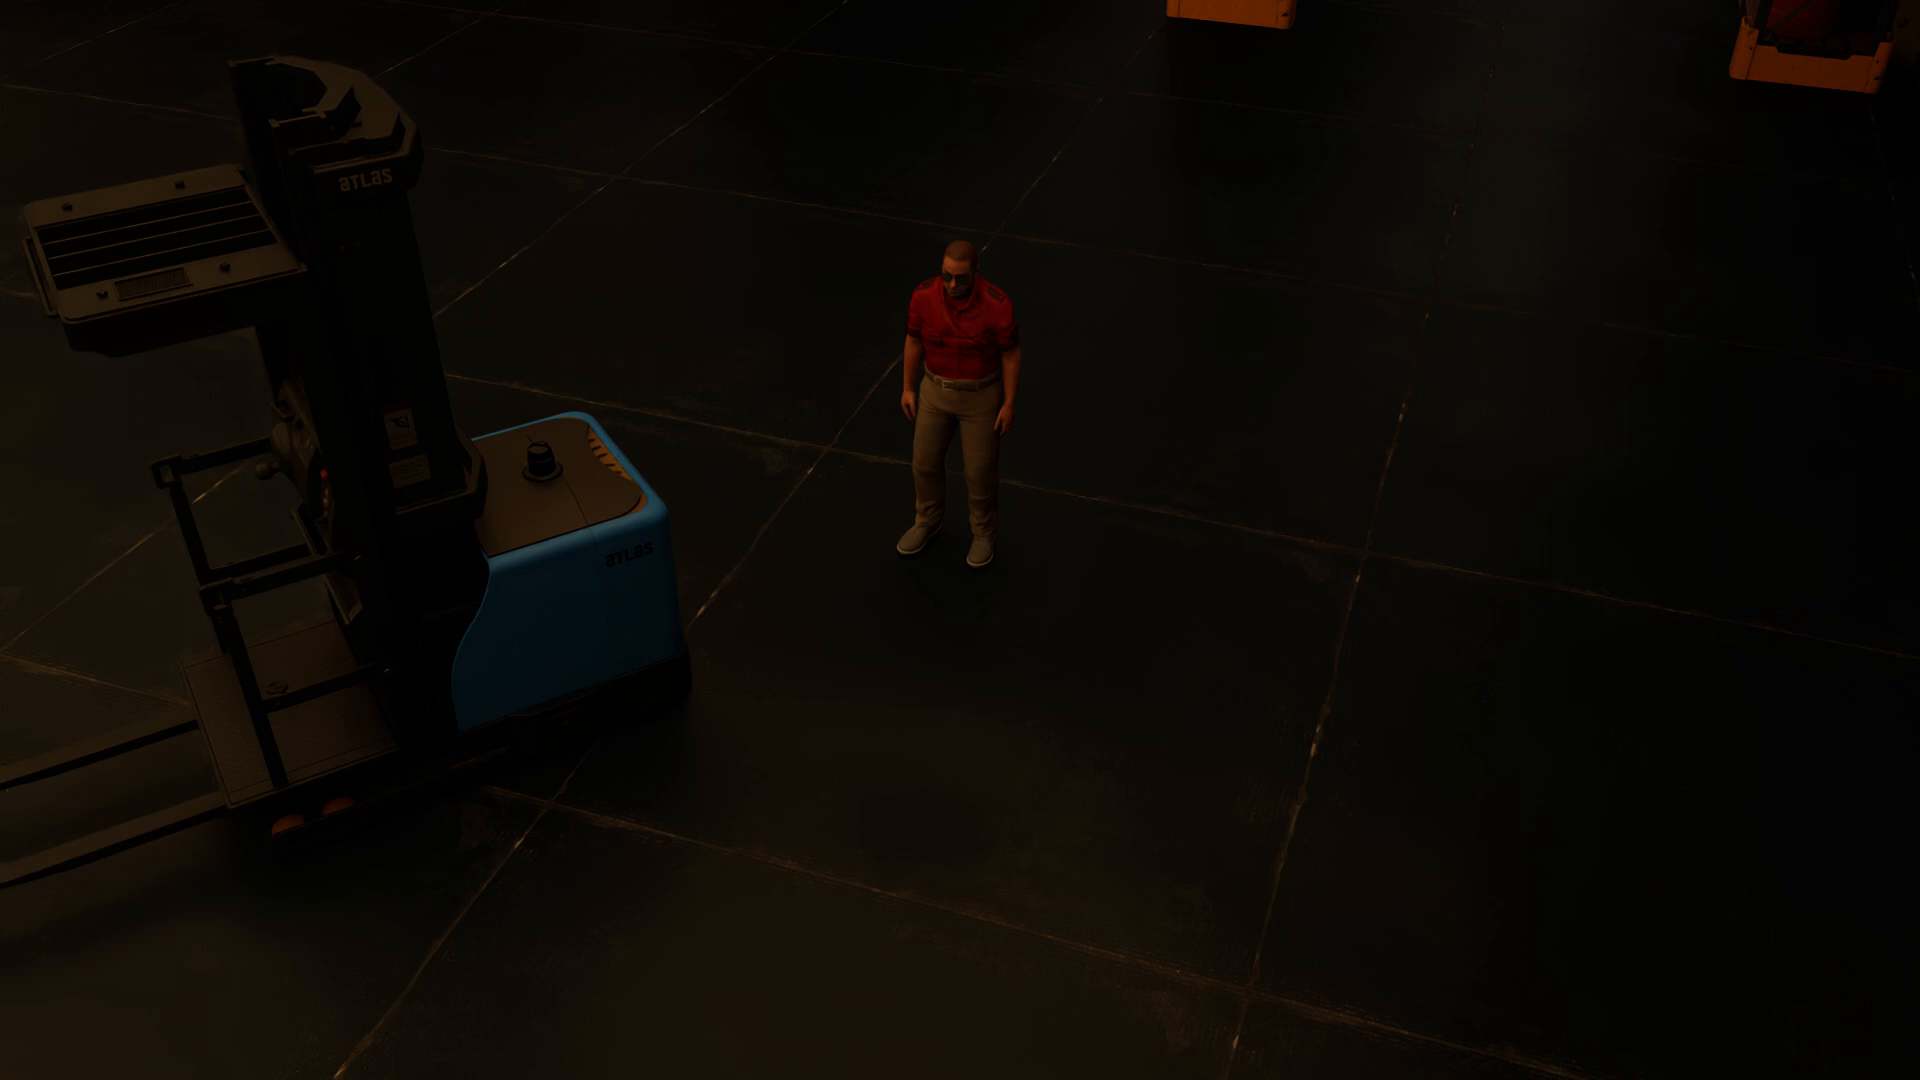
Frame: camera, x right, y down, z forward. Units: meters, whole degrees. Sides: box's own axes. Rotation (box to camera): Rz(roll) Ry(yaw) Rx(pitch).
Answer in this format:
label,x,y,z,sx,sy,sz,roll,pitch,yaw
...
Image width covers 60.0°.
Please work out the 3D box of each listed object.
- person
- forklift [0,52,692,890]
label,x,y,z,sx,sy,sz,roll,pitch,yaw
person,-0.005,-0.683,8.114,0.587,1.726,0.396,10,37,14
forklift,-2.748,-0.255,6.470,3.031,2.935,1.130,-19,40,-25
